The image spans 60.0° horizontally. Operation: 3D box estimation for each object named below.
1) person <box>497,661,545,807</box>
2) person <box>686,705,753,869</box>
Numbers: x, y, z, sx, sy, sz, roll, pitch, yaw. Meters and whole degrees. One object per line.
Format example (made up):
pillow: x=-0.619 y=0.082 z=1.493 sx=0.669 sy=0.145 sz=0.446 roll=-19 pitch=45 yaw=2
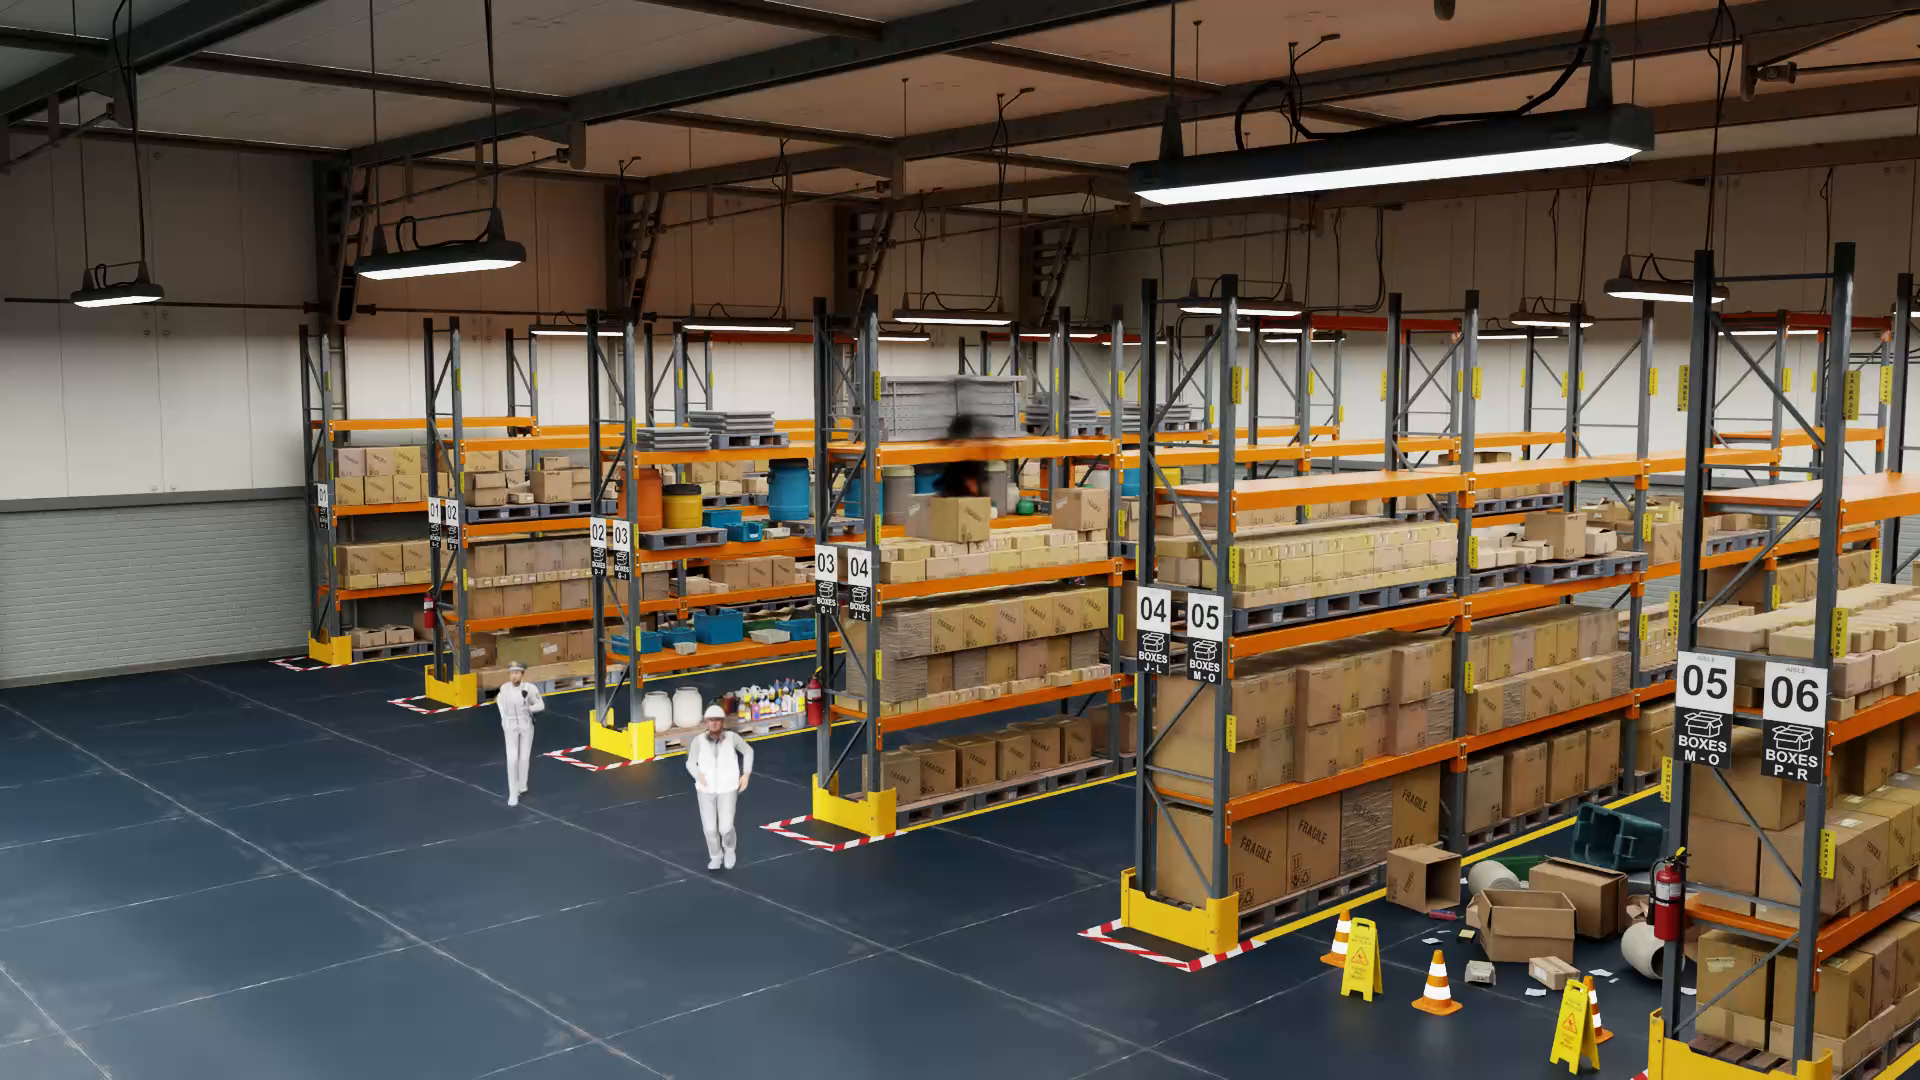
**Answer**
person: x=-5.301 y=2.313 z=20.089 sx=0.580 sy=1.761 sz=0.751 roll=-1 pitch=6 yaw=-10
person: x=-2.479 y=2.565 z=17.104 sx=0.680 sy=1.741 sz=0.626 roll=0 pitch=6 yaw=-3
